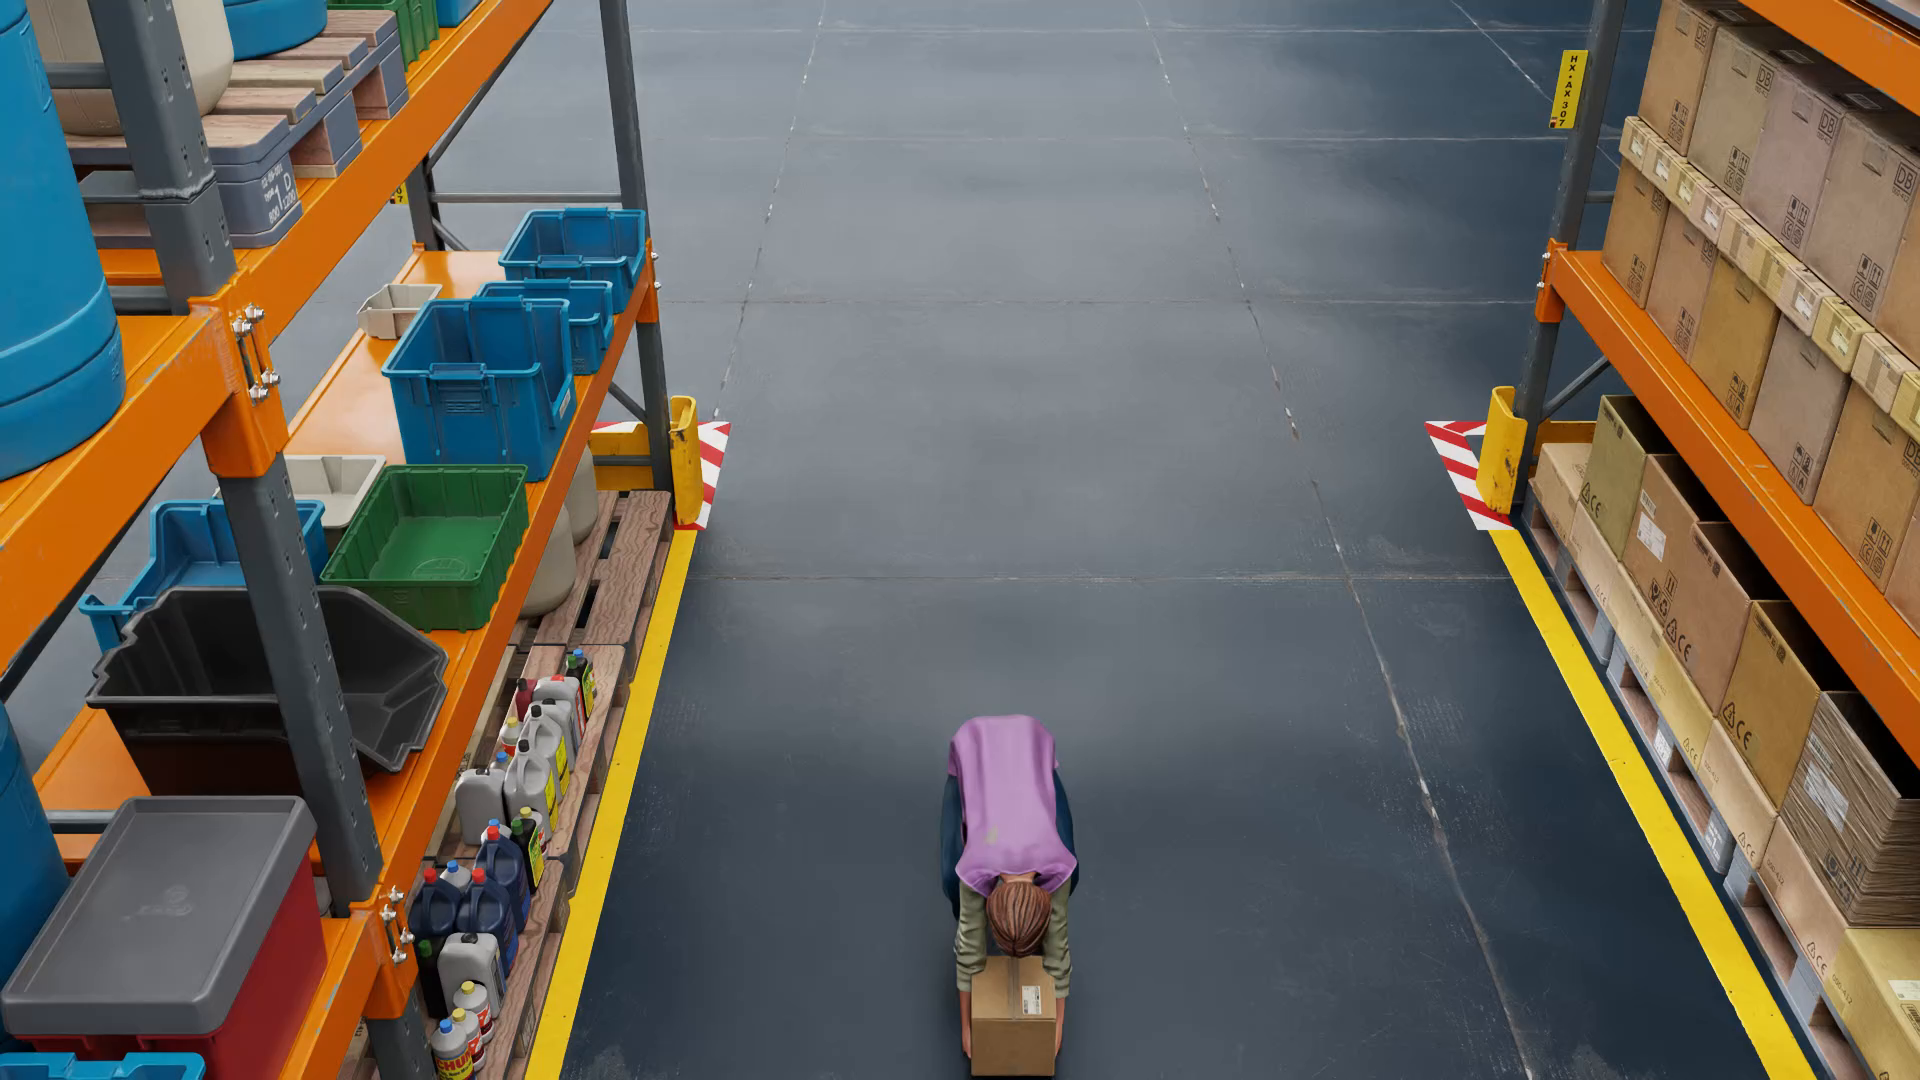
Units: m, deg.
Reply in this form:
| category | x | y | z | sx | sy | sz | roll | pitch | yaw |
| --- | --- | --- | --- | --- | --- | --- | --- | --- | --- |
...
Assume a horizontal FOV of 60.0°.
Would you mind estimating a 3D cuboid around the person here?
| category | x | y | z | sx | sy | sz | roll | pitch | yaw |
| --- | --- | --- | --- | --- | --- | --- | --- | --- | --- |
| person | 0.156 | 1.049 | 5.172 | 0.429 | 0.846 | 0.854 | -2 | 32 | -3 |
